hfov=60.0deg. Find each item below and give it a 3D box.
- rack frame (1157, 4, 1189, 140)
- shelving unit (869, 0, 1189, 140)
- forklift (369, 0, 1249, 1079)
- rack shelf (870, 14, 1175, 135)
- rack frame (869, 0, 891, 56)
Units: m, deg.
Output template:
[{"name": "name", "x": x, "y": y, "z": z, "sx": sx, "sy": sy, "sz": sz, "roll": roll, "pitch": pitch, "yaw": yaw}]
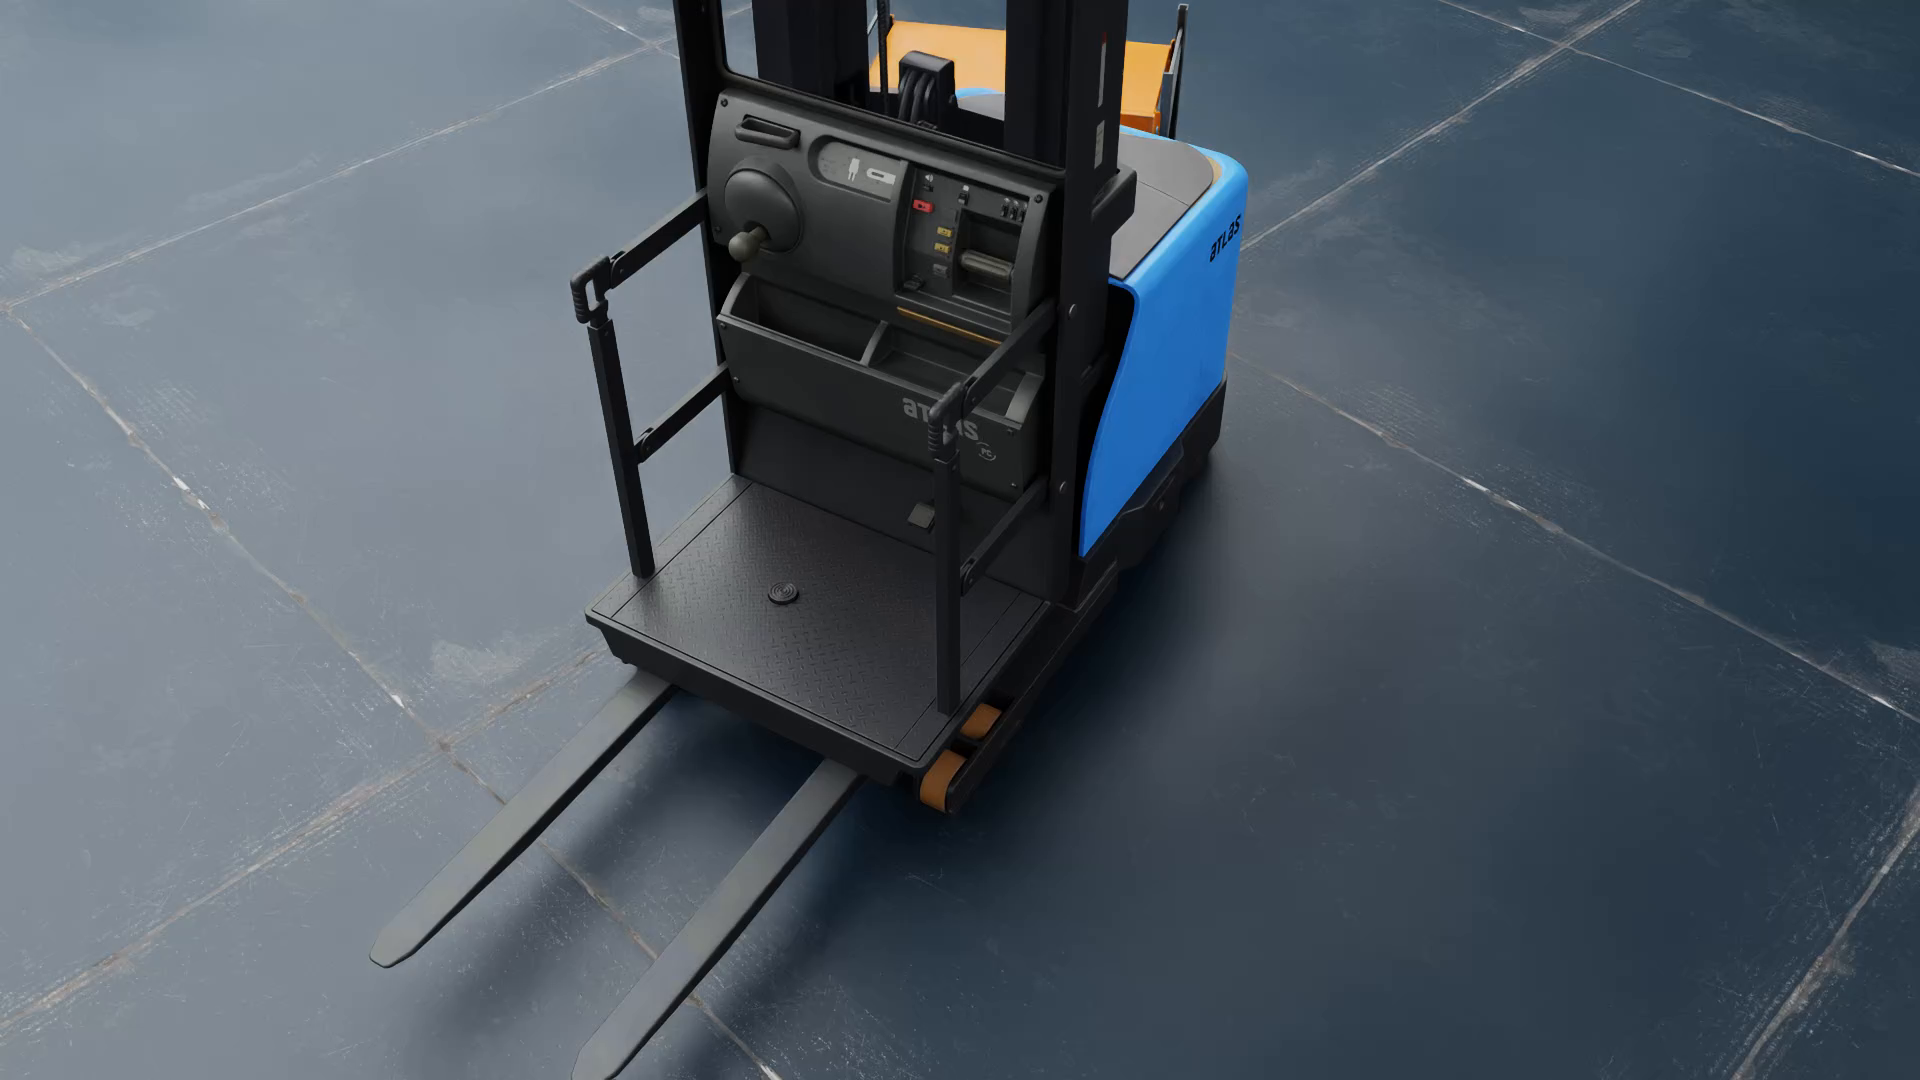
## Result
[{"name": "rack frame", "x": 0.693, "y": -1.199, "z": 5.719, "sx": 0.032, "sy": 1.125, "sz": 0.500, "roll": 8, "pitch": 43, "yaw": 8}, {"name": "shelving unit", "x": 0.195, "y": -1.268, "z": 5.793, "sx": 1.048, "sy": 1.125, "sz": 0.538, "roll": 8, "pitch": 43, "yaw": 8}, {"name": "forklift", "x": -0.320, "y": -0.710, "z": 3.859, "sx": 1.130, "sy": 2.935, "sz": 3.031, "roll": 22, "pitch": 47, "yaw": 22}, {"name": "rack shelf", "x": 0.195, "y": -1.483, "z": 5.595, "sx": 1.000, "sy": 0.278, "sz": 0.538, "roll": 8, "pitch": 43, "yaw": 8}, {"name": "rack frame", "x": -0.303, "y": -1.337, "z": 5.868, "sx": 0.032, "sy": 1.125, "sz": 0.500, "roll": 8, "pitch": 43, "yaw": 8}]
